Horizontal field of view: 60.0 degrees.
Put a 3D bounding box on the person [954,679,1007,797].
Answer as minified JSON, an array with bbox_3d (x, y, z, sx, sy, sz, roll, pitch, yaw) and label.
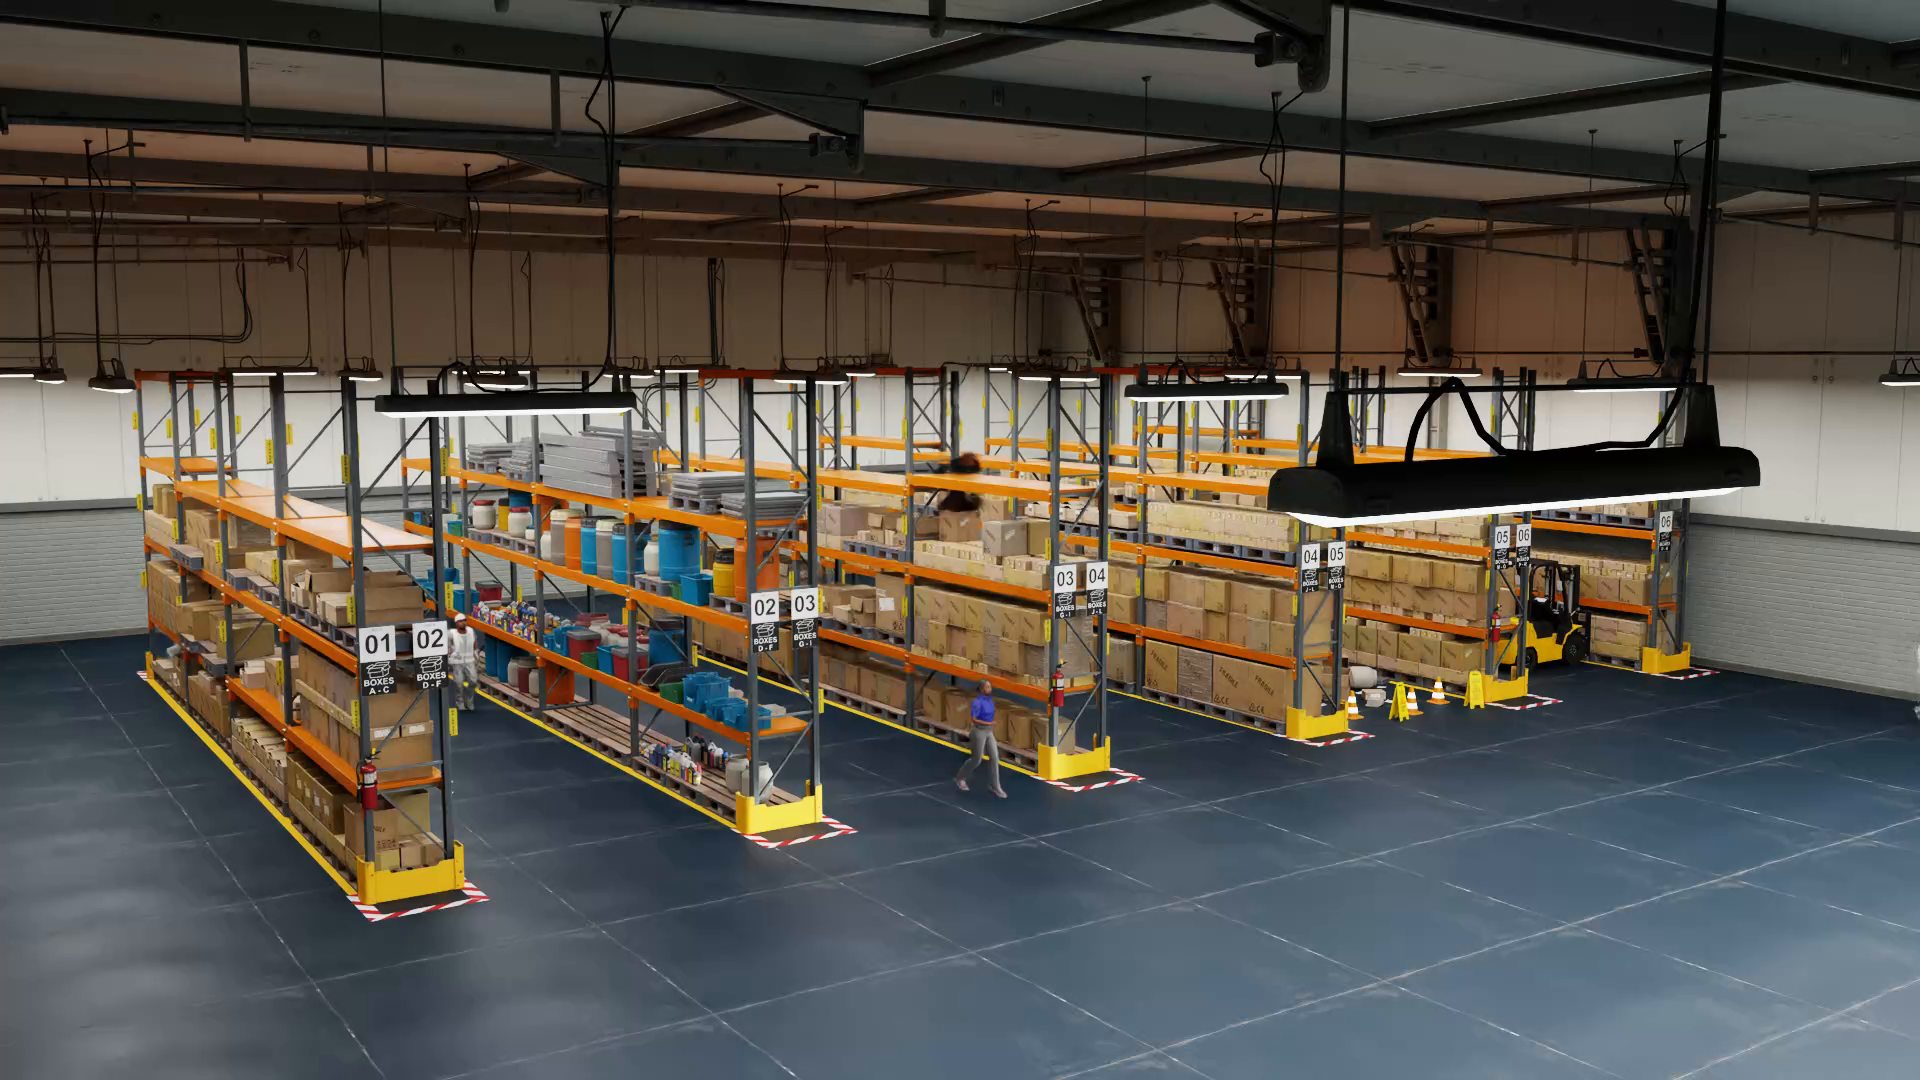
[{"bbox_3d":[0.304,2.824,23.852,0.817,1.697,0.598,4,8,33],"label":"person"}]

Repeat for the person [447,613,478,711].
[{"bbox_3d":[-8.726,2.163,29.204,0.674,1.761,0.643,-4,8,-33],"label":"person"}]

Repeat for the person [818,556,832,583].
[{"bbox_3d":[-3.356,0.796,42.023,0.891,1.565,0.578,0,6,-3],"label":"person"}]

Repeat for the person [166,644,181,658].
[{"bbox_3d":[-15.693,1.694,33.575,0.693,1.724,0.735,-1,7,-11],"label":"person"}]
